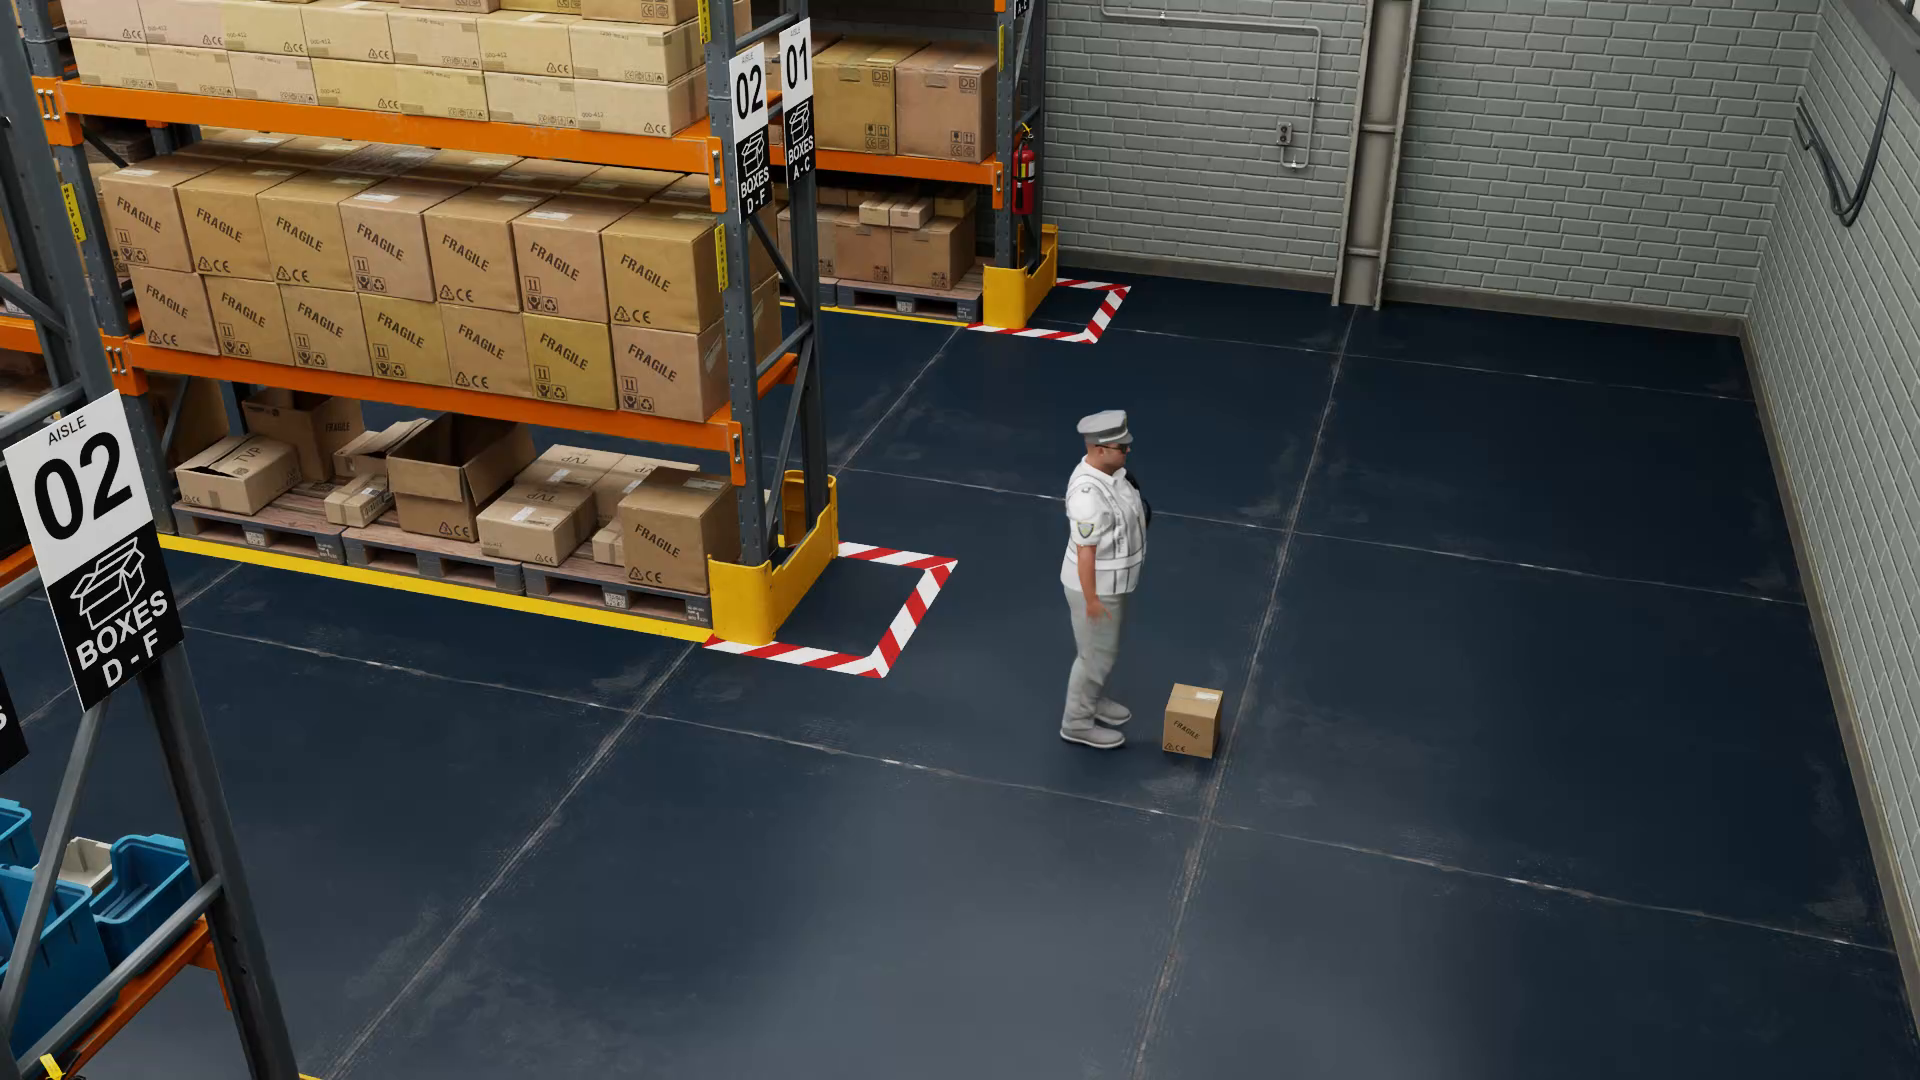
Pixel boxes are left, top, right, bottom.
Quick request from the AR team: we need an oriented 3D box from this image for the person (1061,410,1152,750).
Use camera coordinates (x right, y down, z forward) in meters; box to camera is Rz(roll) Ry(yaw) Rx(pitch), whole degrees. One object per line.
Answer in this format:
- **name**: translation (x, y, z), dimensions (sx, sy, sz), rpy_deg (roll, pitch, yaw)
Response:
- **person**: translation (0.708, 0.184, 8.172), dimensions (0.393, 1.765, 0.526), rpy_deg (9, 30, 16)
